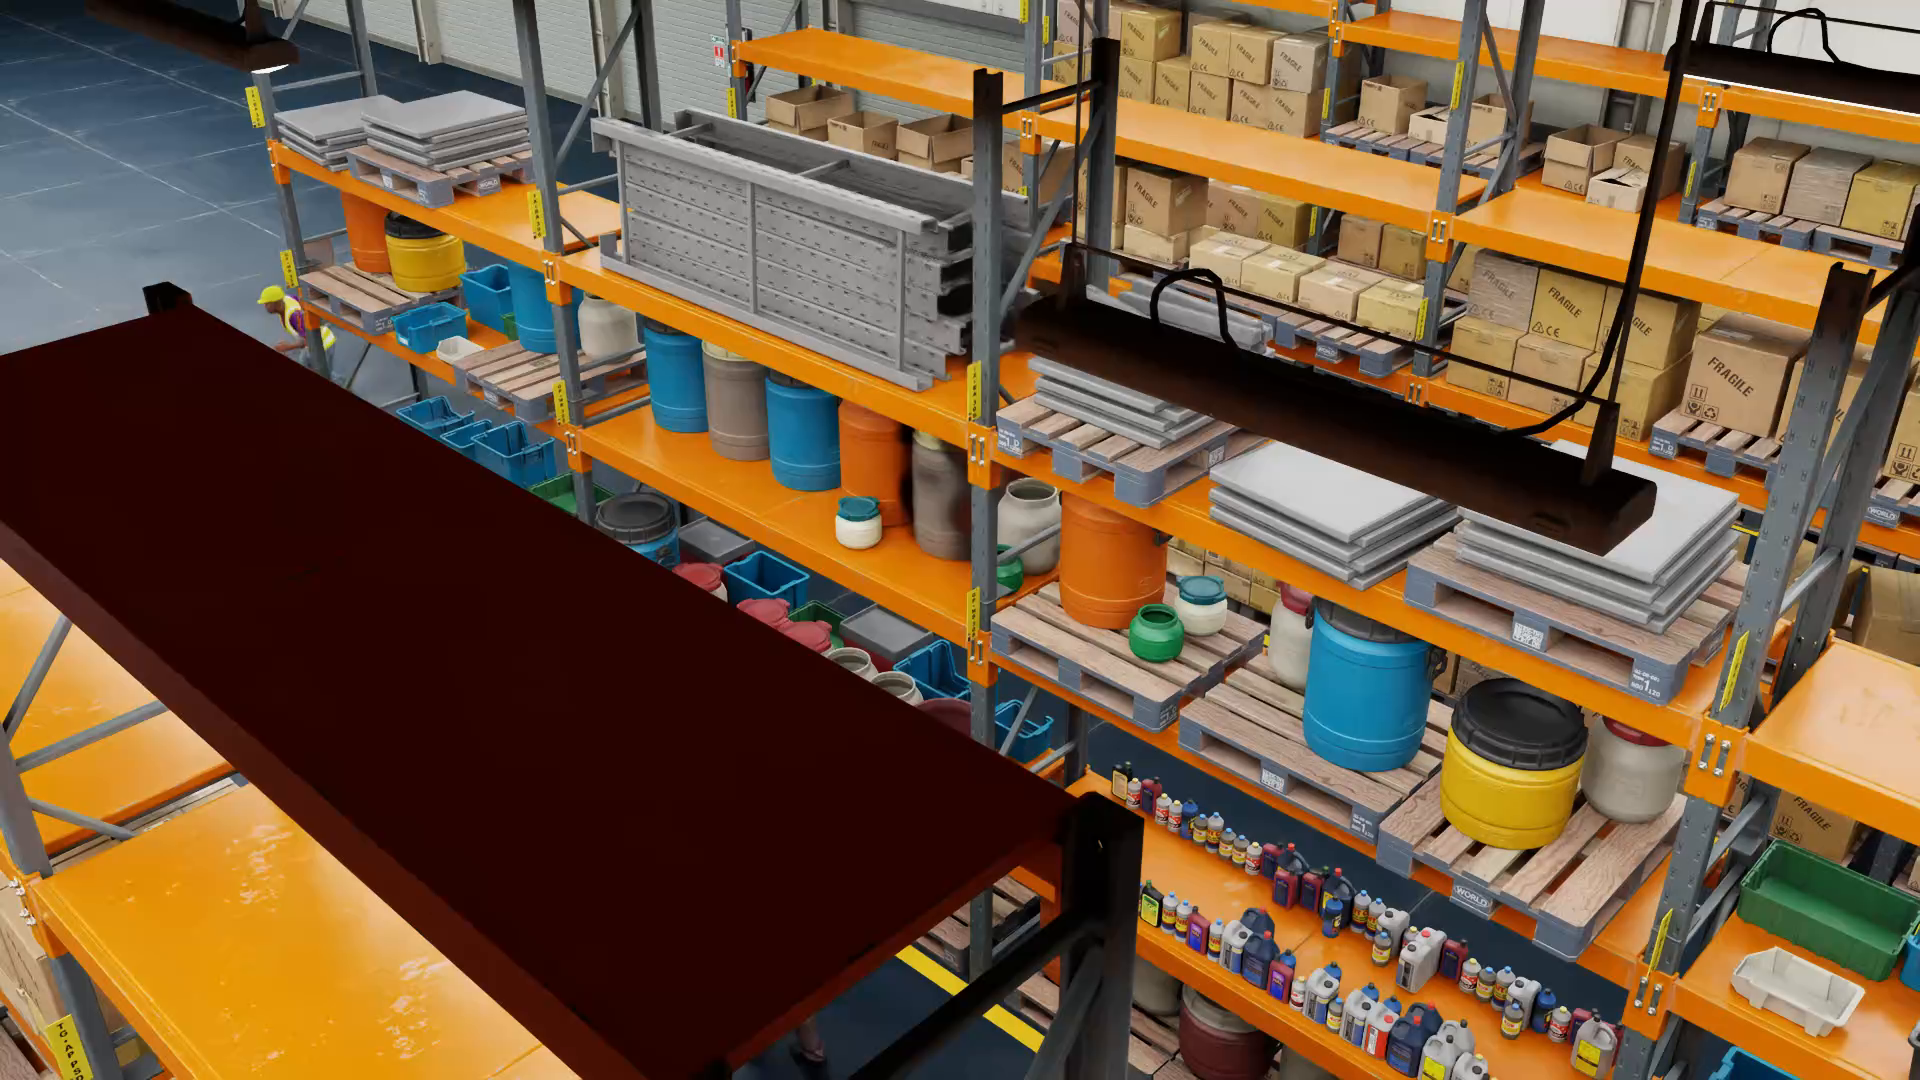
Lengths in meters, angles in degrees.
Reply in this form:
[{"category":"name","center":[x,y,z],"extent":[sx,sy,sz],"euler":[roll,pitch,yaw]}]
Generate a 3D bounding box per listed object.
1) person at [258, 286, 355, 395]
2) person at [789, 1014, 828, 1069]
[{"category":"person","center":[-7.231,-2.125,18.411],"extent":[0.825,1.574,0.734],"euler":[-20,35,-31]},{"category":"person","center":[-1.196,2.500,10.056],"extent":[0.830,1.773,0.636],"euler":[20,35,31]}]
